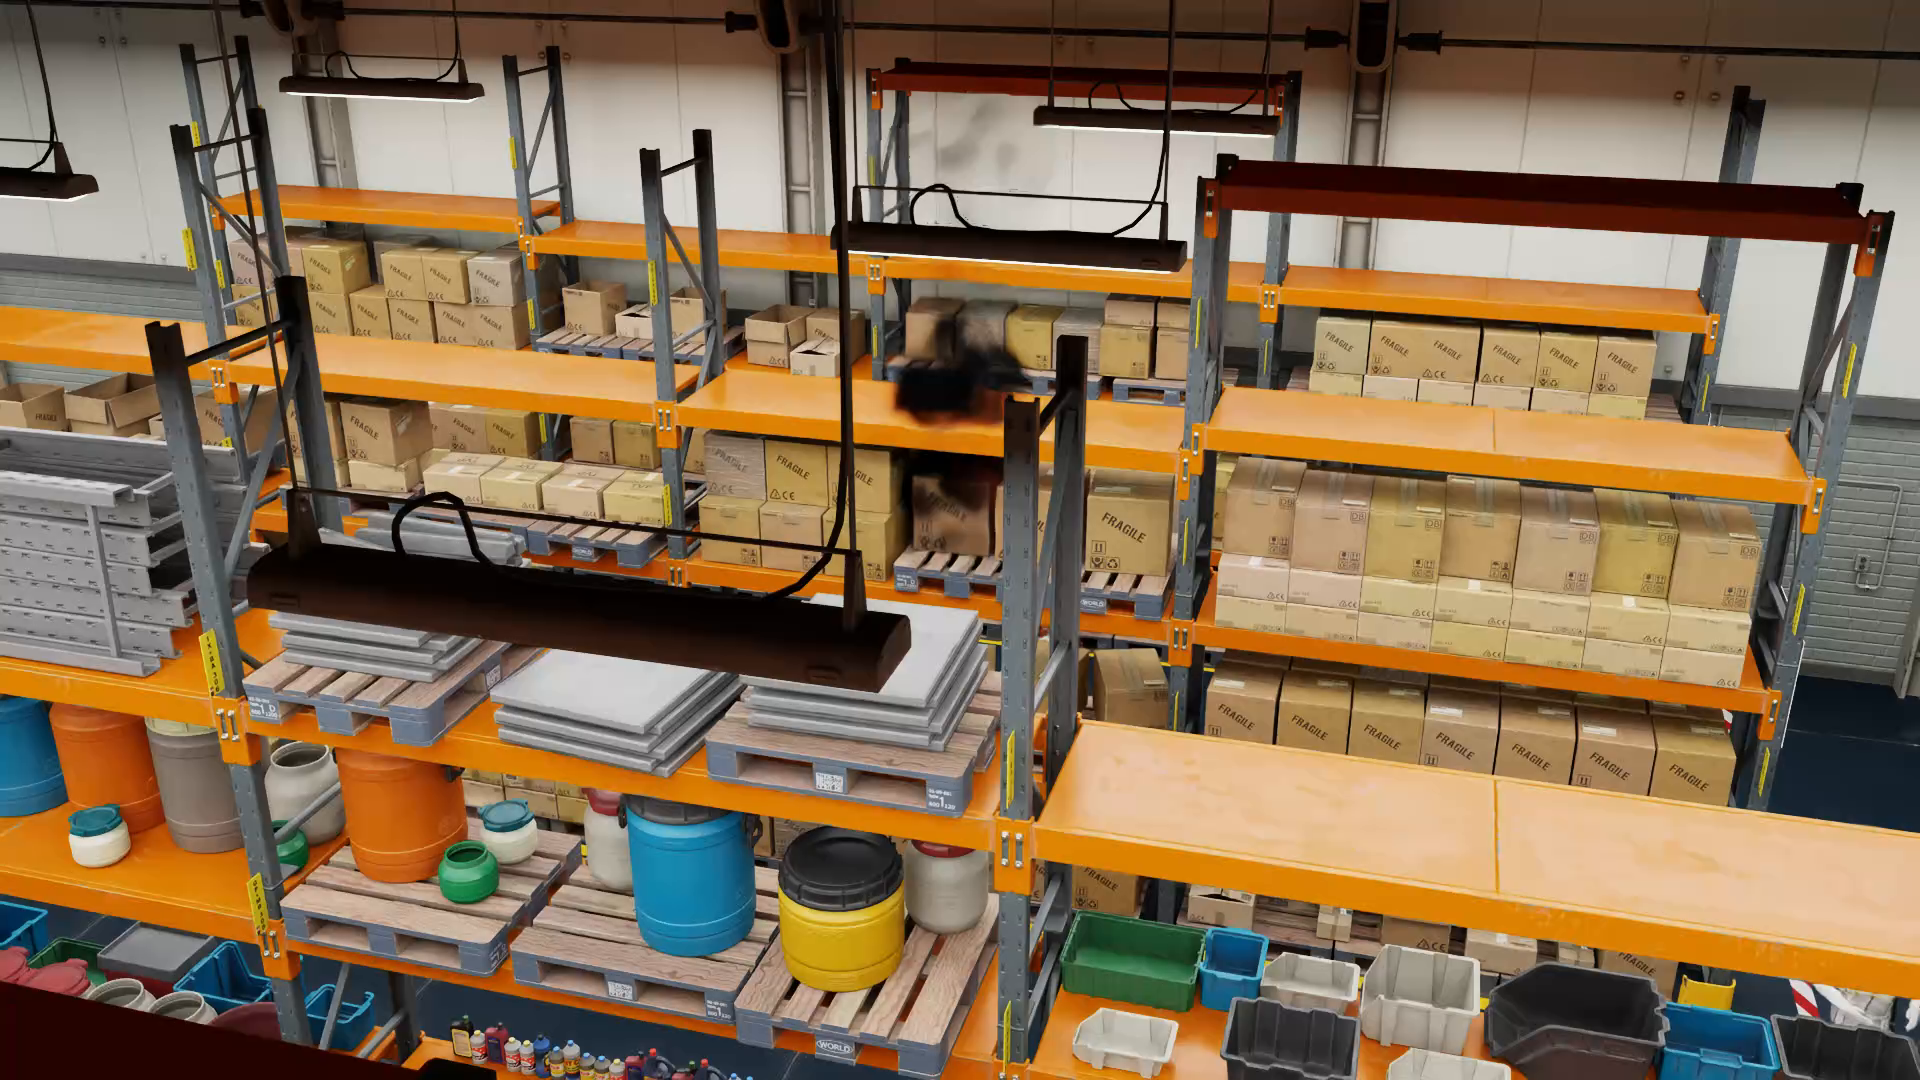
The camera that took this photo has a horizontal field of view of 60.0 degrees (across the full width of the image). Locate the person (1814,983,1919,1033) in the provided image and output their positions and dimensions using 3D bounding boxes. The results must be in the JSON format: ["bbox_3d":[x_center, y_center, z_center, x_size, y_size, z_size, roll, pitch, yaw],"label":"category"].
[{"bbox_3d":[6.010,3.197,11.035,0.685,1.562,1.025,13,26,29],"label":"person"}]

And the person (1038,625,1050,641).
[{"bbox_3d":[0.767,1.384,15.158,0.812,1.755,0.690,4,23,9],"label":"person"}]
